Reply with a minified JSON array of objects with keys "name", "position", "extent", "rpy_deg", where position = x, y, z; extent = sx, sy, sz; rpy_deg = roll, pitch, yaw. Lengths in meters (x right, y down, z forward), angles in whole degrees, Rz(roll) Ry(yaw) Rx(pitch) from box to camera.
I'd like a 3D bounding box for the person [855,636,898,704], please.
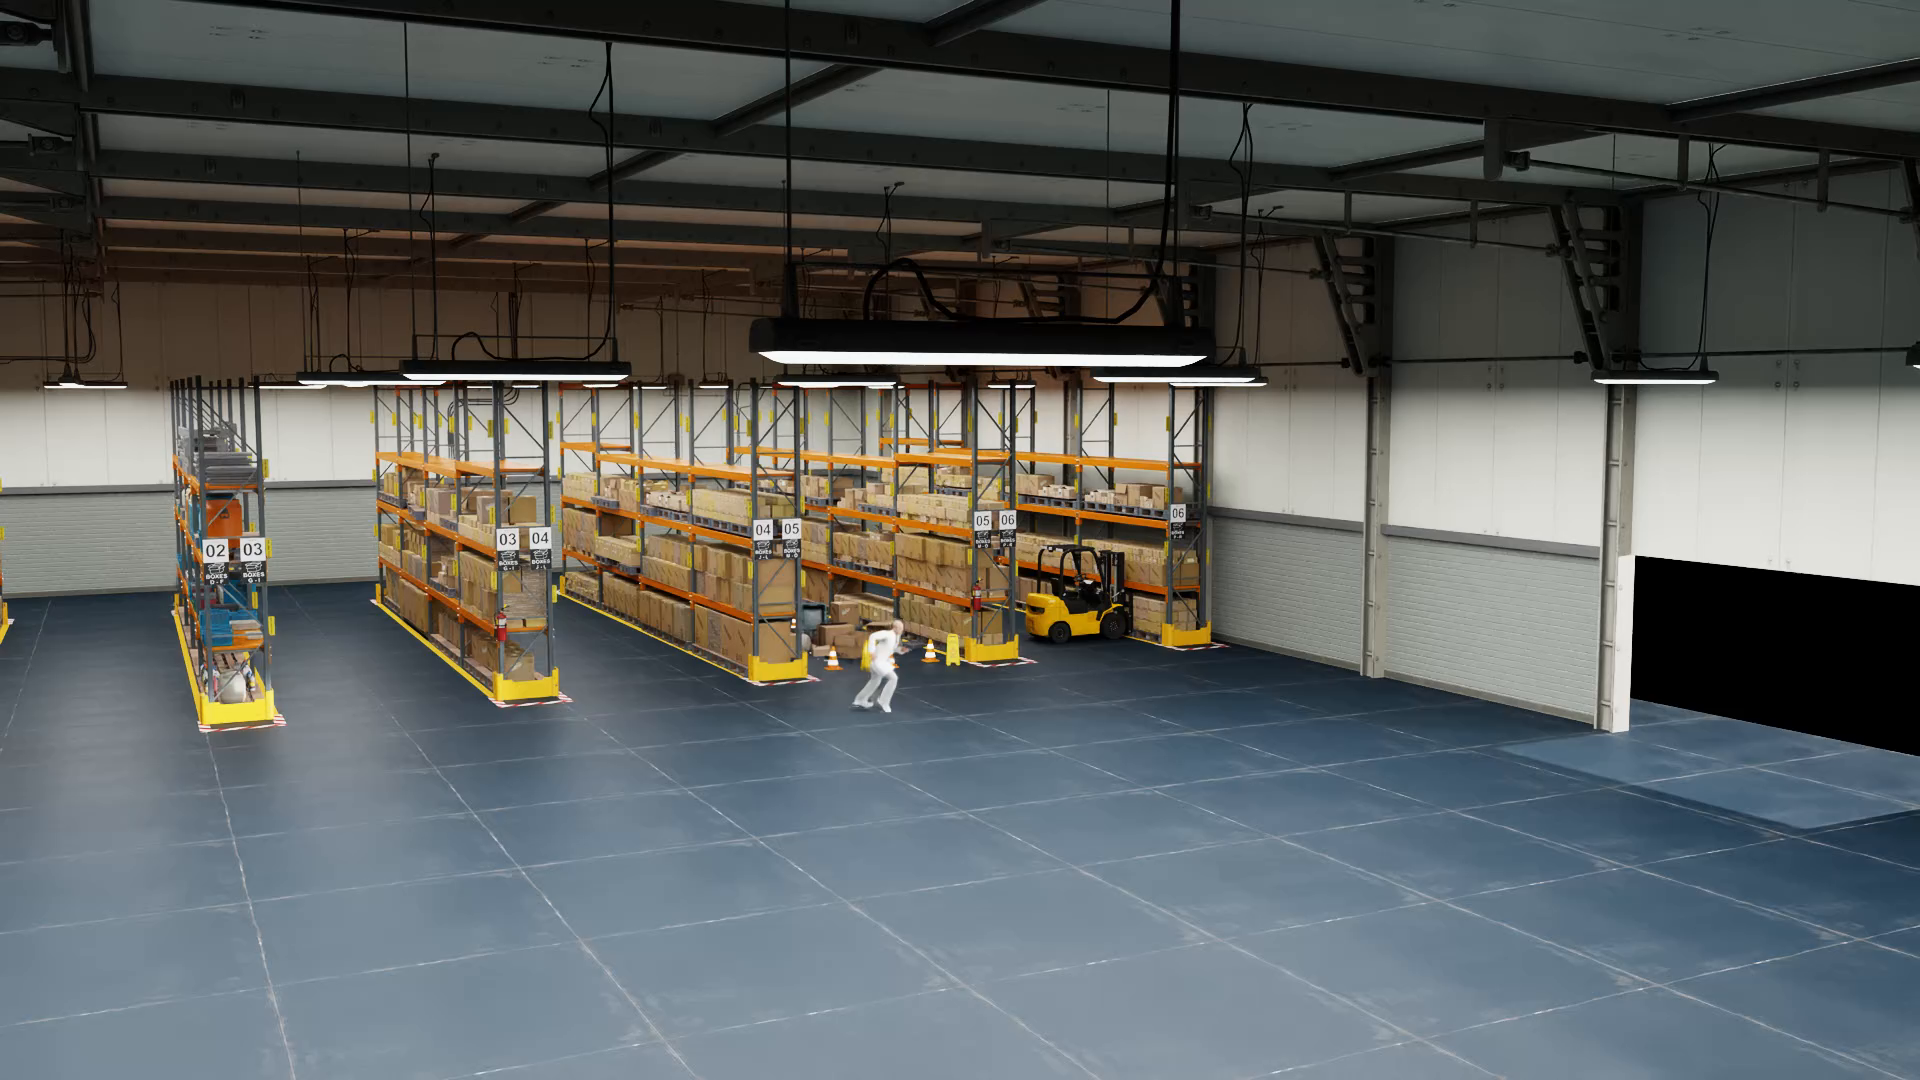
[{"name":"person","position":[-1.498,2.286,29.807],"extent":[0.851,1.364,0.377],"rpy_deg":[2,5,18]}]
